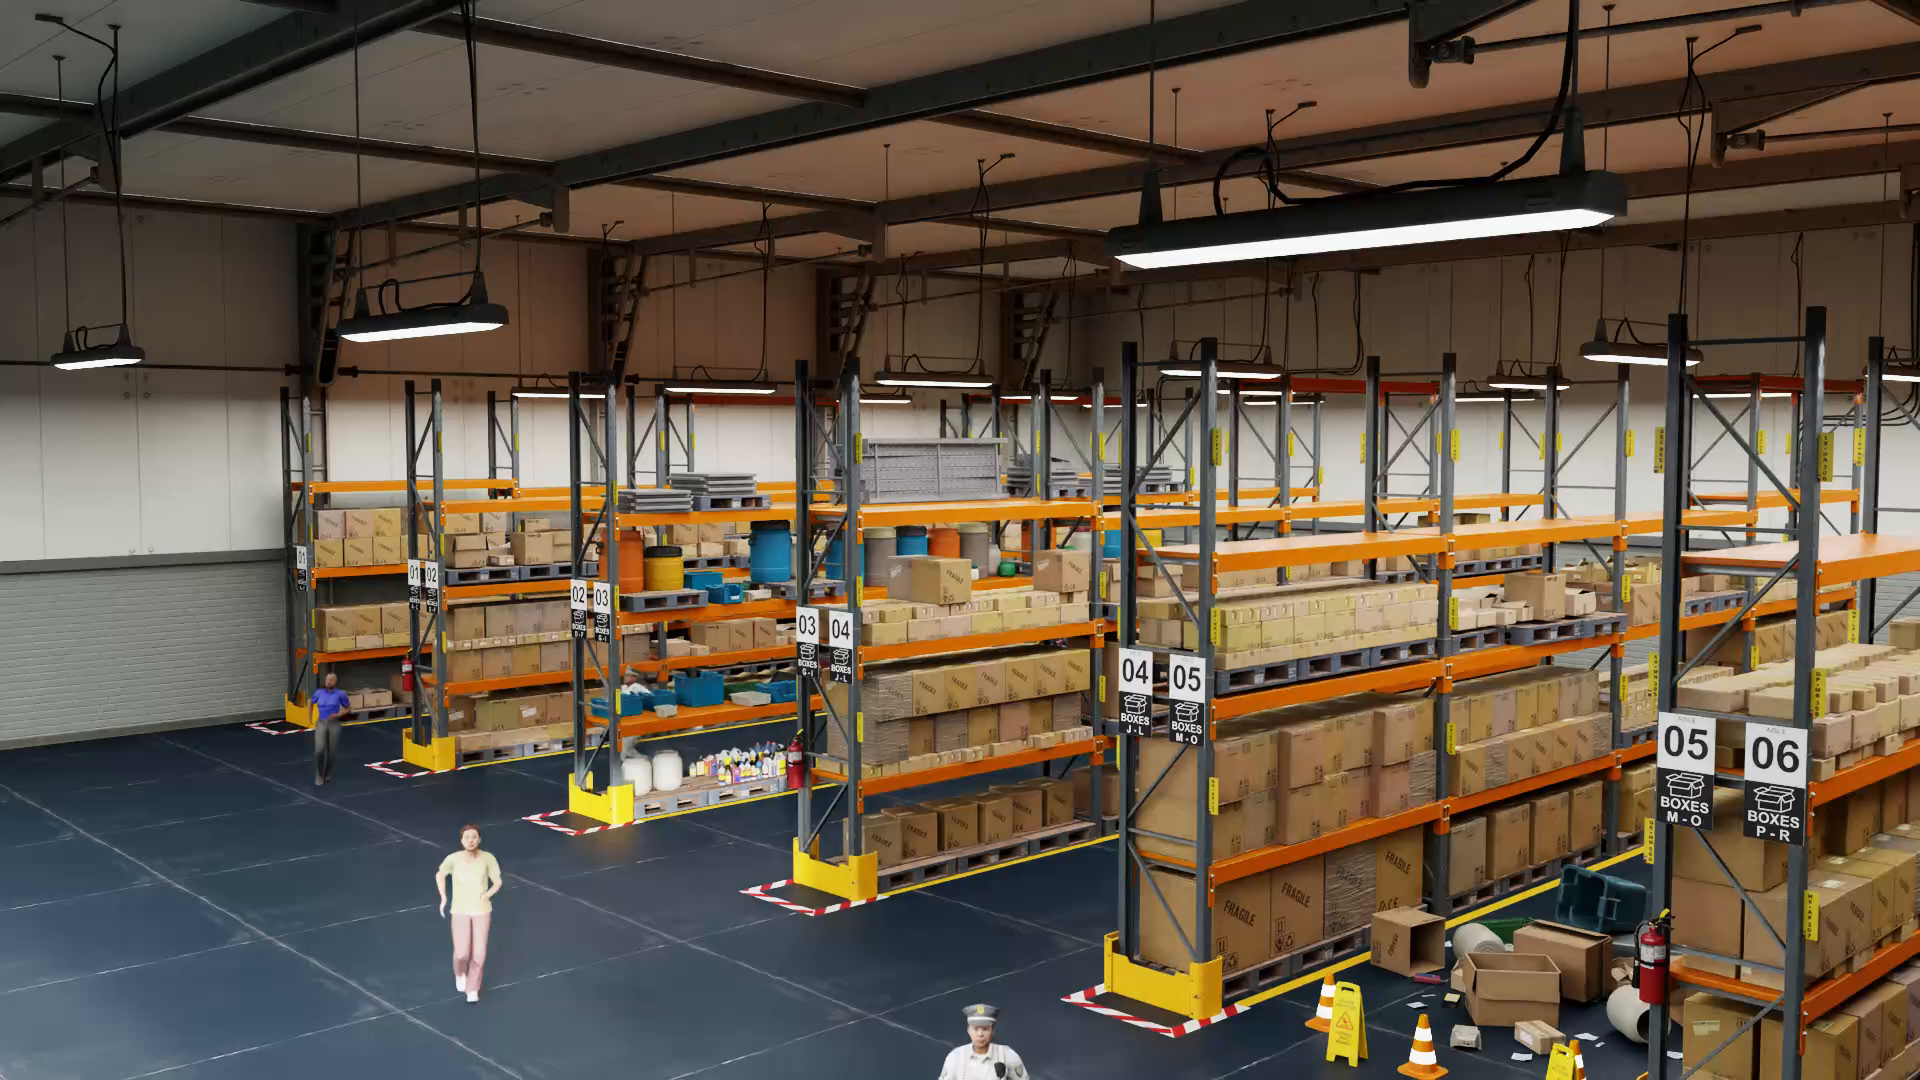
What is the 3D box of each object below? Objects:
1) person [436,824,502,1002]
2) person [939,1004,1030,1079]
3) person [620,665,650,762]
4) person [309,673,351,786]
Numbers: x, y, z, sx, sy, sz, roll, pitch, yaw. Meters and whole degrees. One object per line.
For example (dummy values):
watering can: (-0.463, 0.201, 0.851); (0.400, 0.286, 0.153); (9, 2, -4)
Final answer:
person: (-4.428, 3.385, 15.039); (0.571, 1.626, 0.534); (-1, 4, -19)
person: (0.138, 3.678, 10.274); (0.609, 1.650, 0.562); (0, 4, 6)
person: (-4.906, 2.725, 24.557); (0.653, 1.726, 0.606); (3, 5, 43)
person: (-9.287, 2.793, 24.507); (0.610, 1.679, 0.607); (-1, 4, -14)
